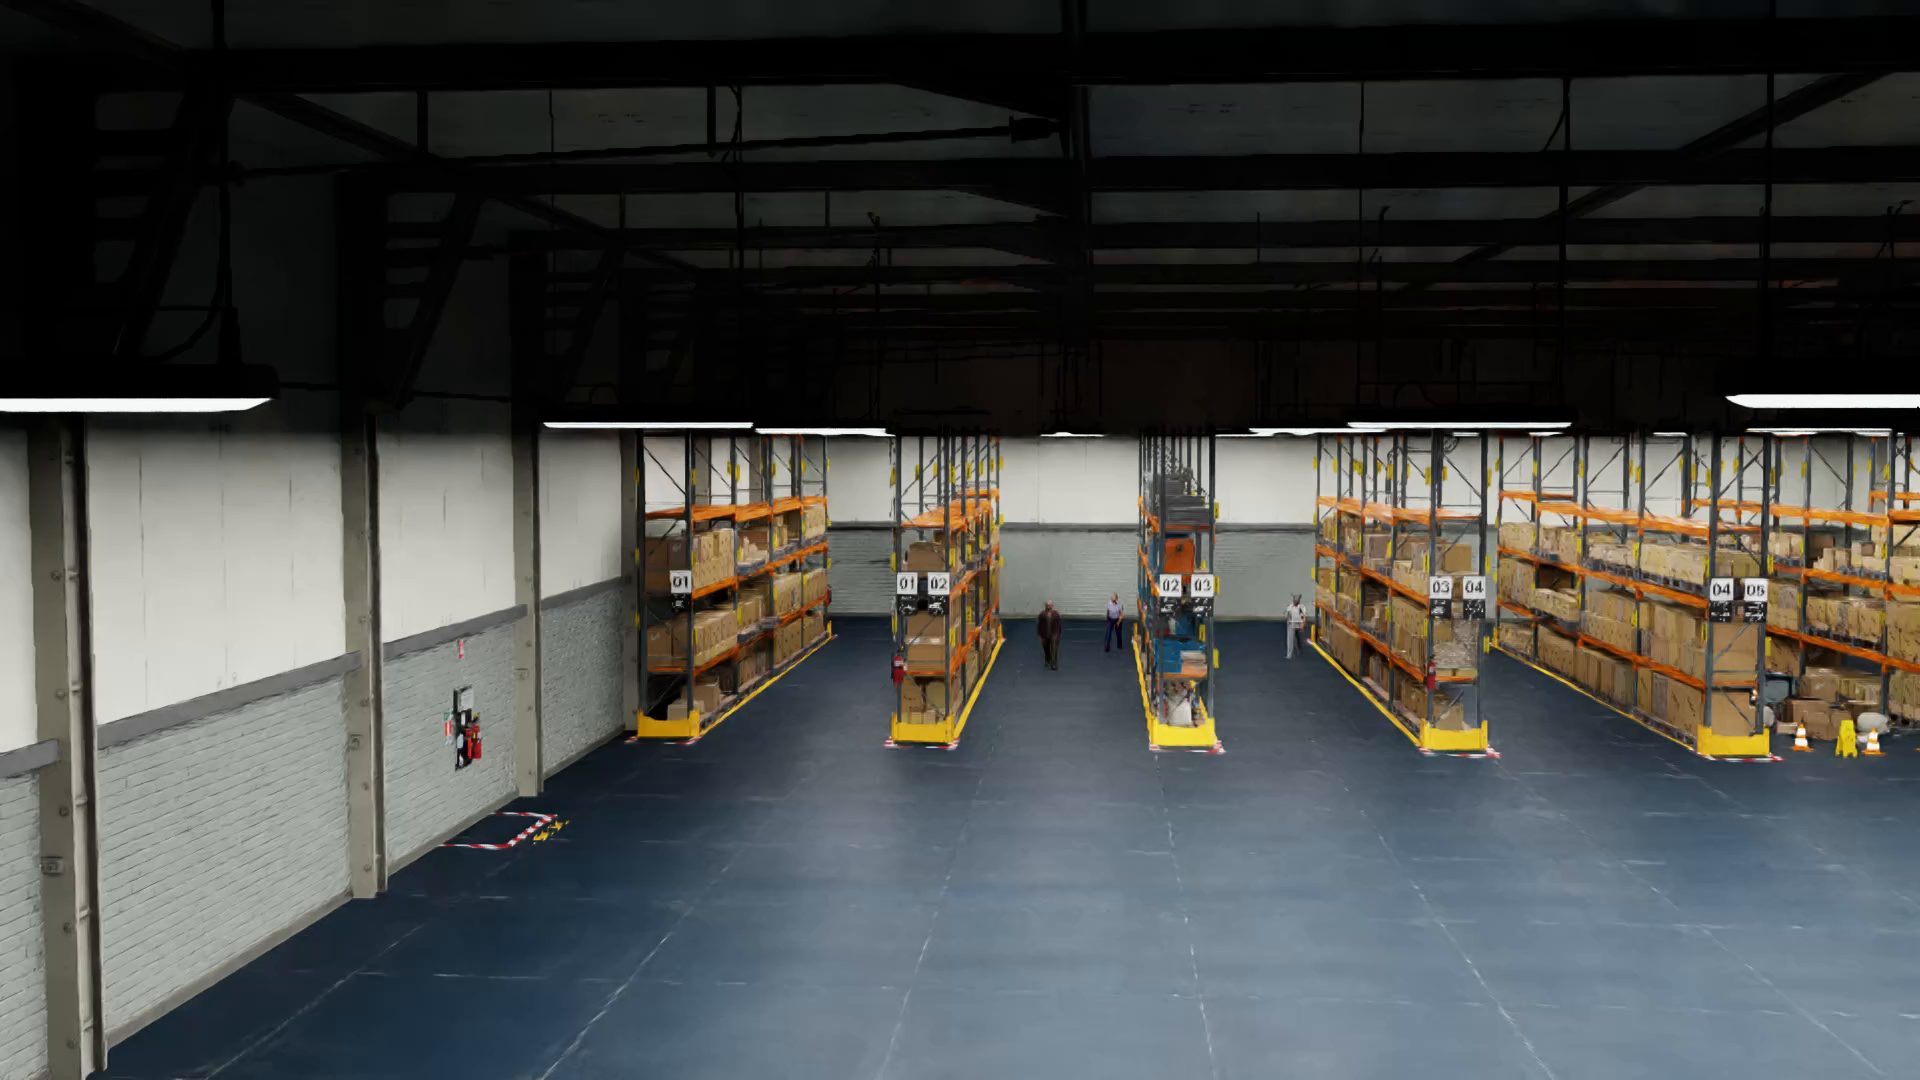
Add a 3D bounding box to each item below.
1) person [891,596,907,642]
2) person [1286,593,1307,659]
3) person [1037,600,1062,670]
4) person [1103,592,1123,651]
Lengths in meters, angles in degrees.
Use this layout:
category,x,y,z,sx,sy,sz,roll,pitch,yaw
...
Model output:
category,x,y,z,sx,sy,sz,roll,pitch,yaw
person,-1.678,2.106,46.911,0.566,1.541,0.512,0,3,2
person,8.724,2.228,43.139,0.532,1.707,1.040,1,4,14
person,2.217,2.438,41.290,0.598,1.508,1.193,0,3,7
person,4.167,2.202,44.777,0.478,1.566,1.004,1,4,14
